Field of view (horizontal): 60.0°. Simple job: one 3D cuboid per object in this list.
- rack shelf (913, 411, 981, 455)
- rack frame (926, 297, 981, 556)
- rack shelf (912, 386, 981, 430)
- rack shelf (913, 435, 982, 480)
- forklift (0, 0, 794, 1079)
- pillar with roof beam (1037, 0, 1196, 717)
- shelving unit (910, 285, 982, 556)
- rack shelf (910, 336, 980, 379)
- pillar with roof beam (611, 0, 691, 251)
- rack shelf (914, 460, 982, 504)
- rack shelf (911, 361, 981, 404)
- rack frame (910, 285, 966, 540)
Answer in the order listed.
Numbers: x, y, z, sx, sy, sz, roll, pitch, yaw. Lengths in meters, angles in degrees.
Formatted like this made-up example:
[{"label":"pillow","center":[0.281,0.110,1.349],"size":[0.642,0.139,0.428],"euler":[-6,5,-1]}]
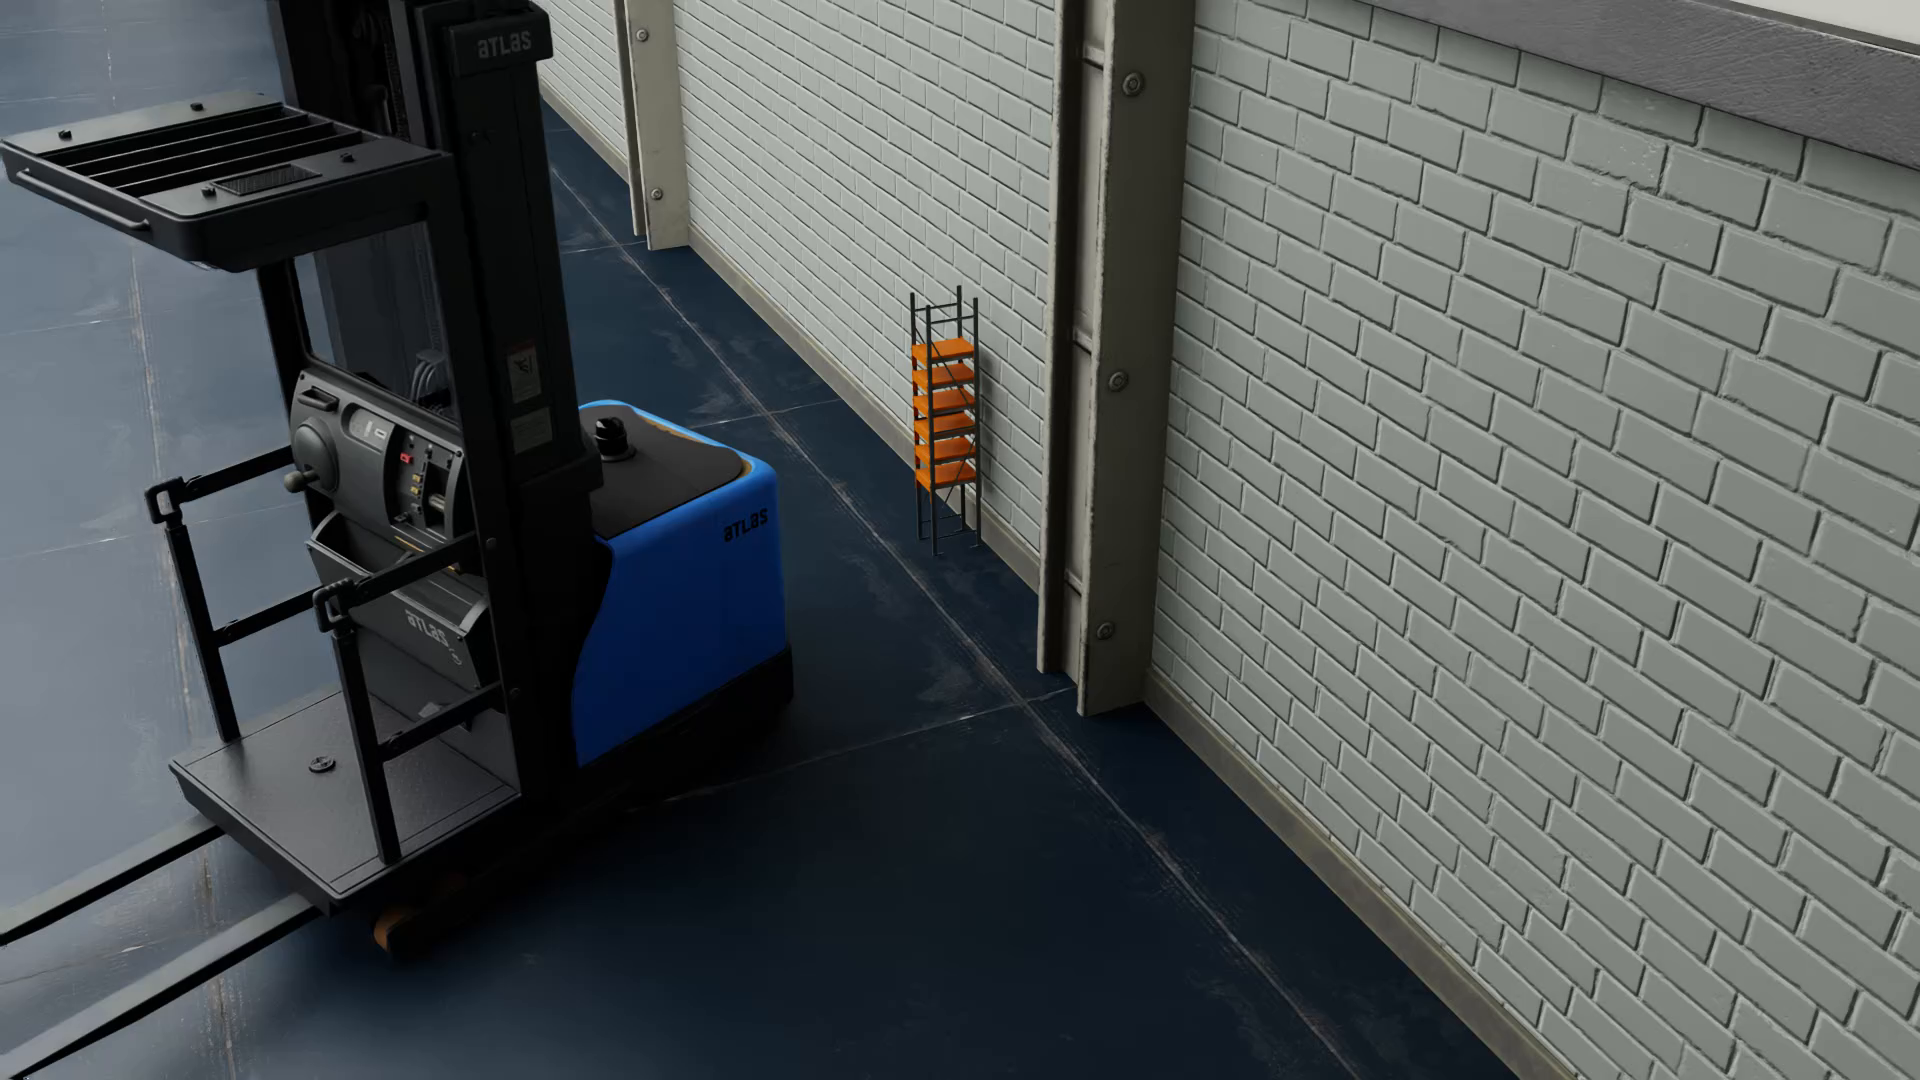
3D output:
[{"label":"rack shelf","center":[-0.059,-0.482,7.466],"size":[0.258,0.103,0.180],"euler":[-12,29,-20]},{"label":"rack frame","center":[-0.024,-0.484,7.370],"size":[0.240,1.200,0.006],"euler":[-12,29,-20]},{"label":"rack shelf","center":[-0.061,-0.589,7.412],"size":[0.258,0.103,0.180],"euler":[-12,29,-20]},{"label":"rack shelf","center":[-0.057,-0.375,7.520],"size":[0.258,0.103,0.180],"euler":[-12,29,-20]},{"label":"forklift","center":[-1.991,-0.218,5.141],"size":[1.130,2.935,3.031],"euler":[23,36,35]},{"label":"pillar with roof beam","center":[-3.352,-2.446,2.911],"size":[9.100,9.000,0.400],"euler":[-13,32,-22]},{"label":"shelving unit","center":[-0.060,-0.522,7.446],"size":[0.258,1.200,0.189],"euler":[-12,29,-20]},{"label":"rack shelf","center":[-0.065,-0.803,7.303],"size":[0.258,0.103,0.180],"euler":[-12,29,-20]},{"label":"pillar with roof beam","center":[-5.928,-5.096,7.638],"size":[9.100,9.000,0.400],"euler":[-13,32,-22]},{"label":"rack shelf","center":[-0.055,-0.268,7.575],"size":[0.258,0.103,0.180],"euler":[-12,29,-20]},{"label":"rack shelf","center":[-0.063,-0.696,7.357],"size":[0.258,0.103,0.180],"euler":[-12,29,-20]},{"label":"rack frame","center":[-0.095,-0.559,7.521],"size":[0.240,1.200,0.006],"euler":[-12,29,-20]}]
